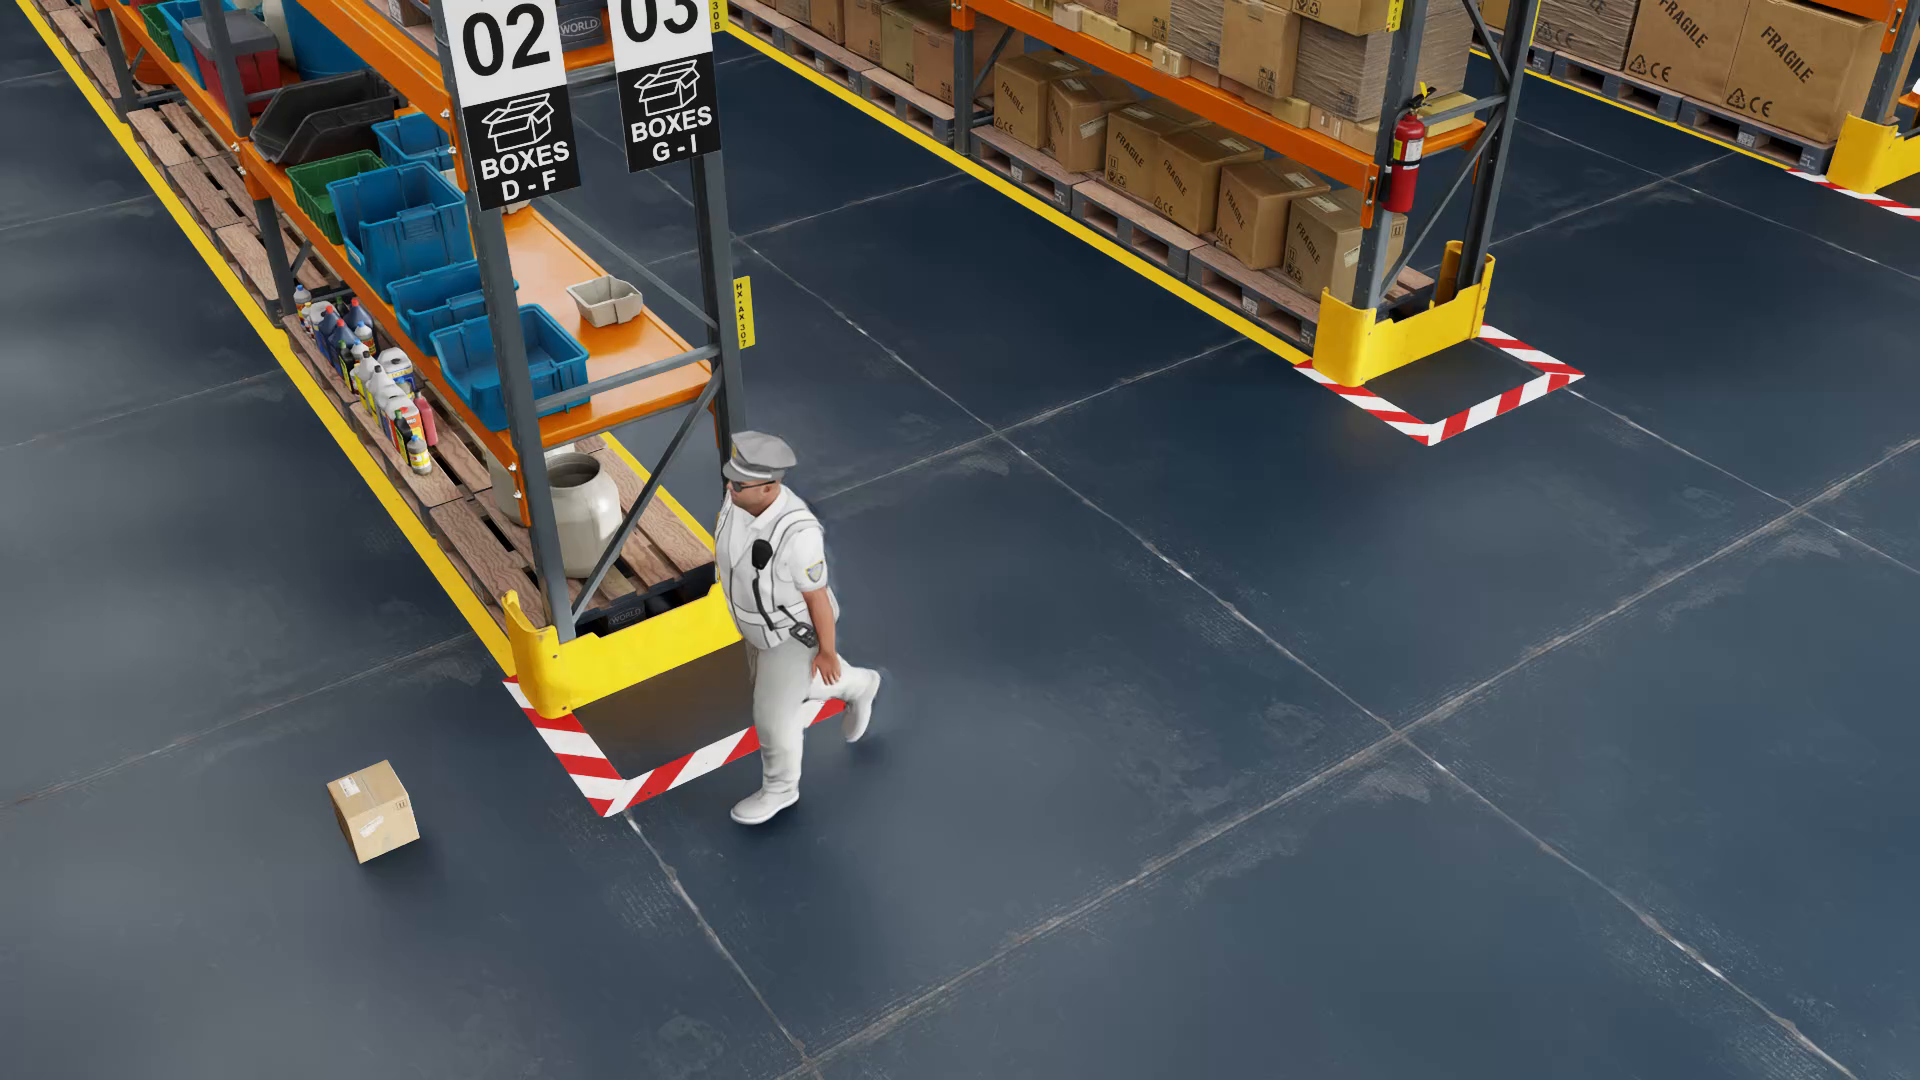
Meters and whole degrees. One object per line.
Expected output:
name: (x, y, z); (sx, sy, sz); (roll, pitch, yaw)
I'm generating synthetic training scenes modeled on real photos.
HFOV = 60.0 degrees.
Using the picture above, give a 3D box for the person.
person: (-0.656, 0.279, 6.597); (0.854, 1.745, 0.591); (-23, 42, -28)
